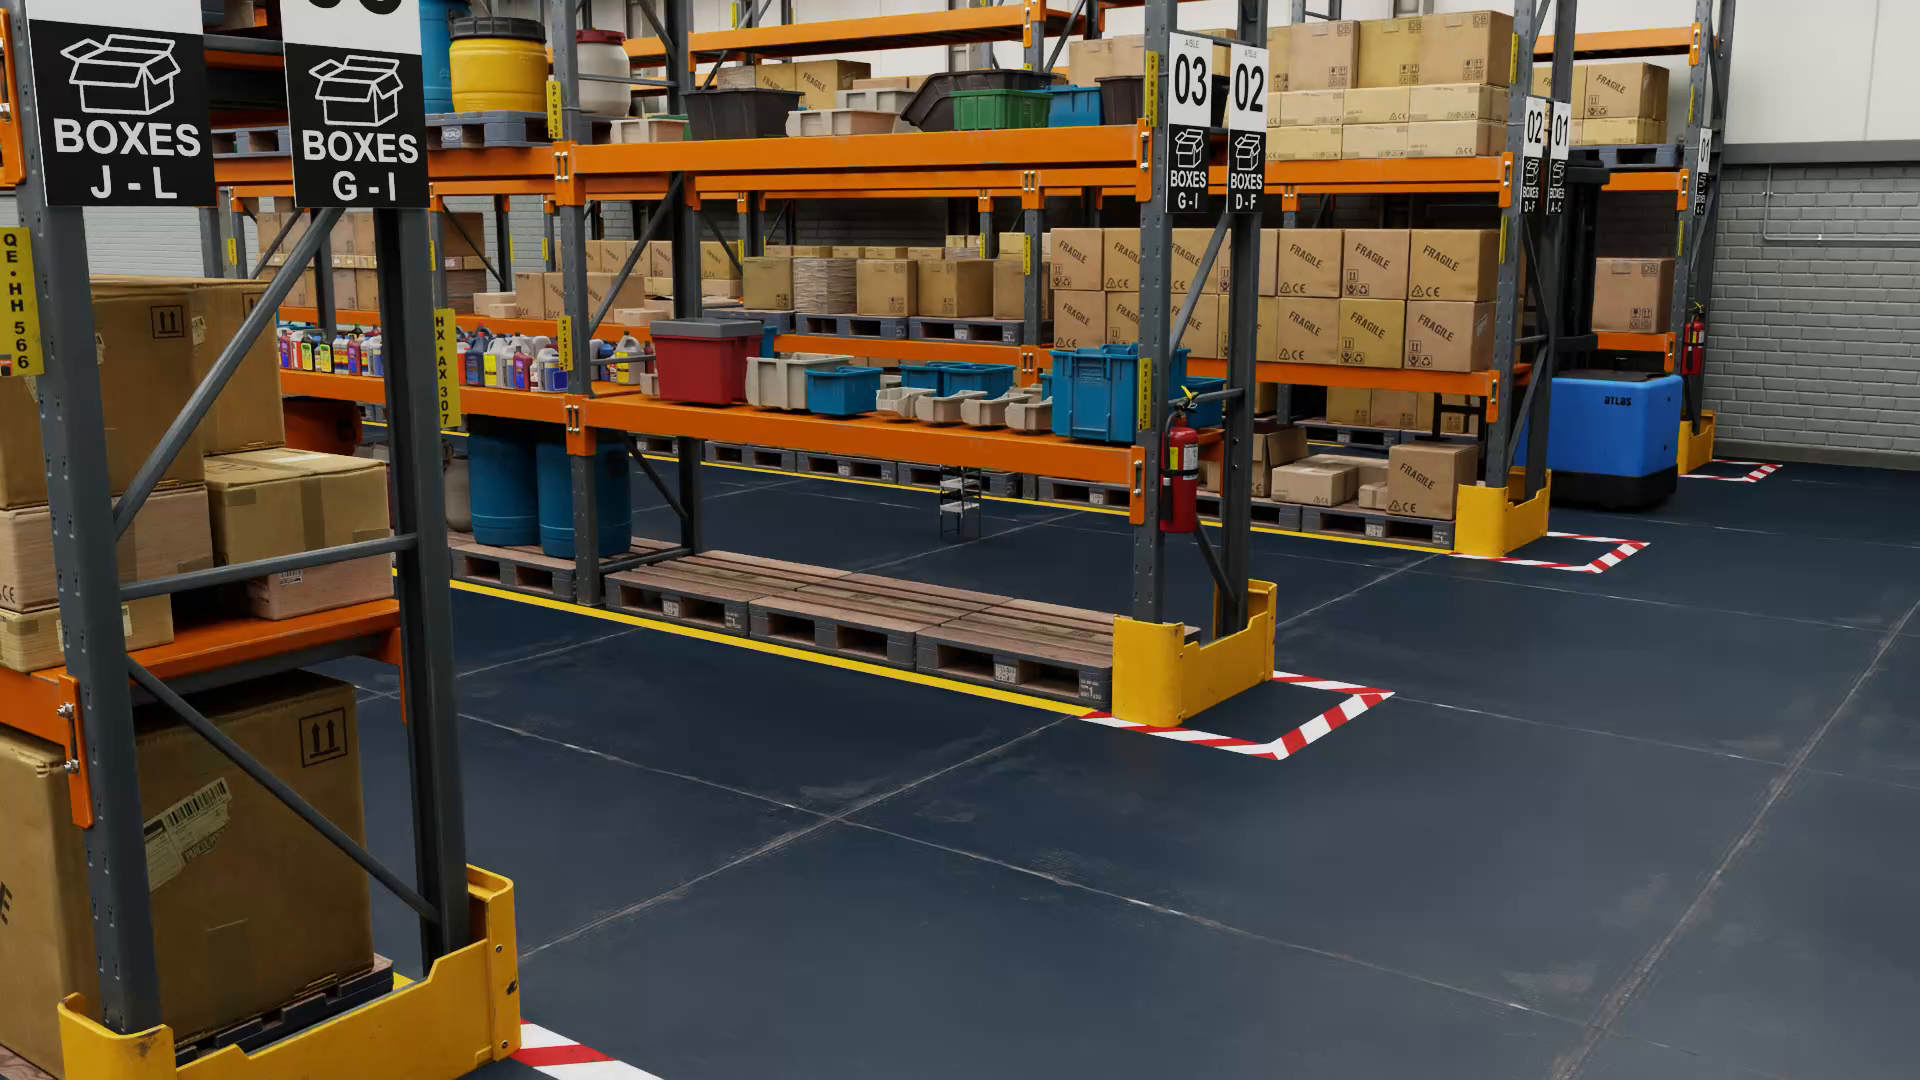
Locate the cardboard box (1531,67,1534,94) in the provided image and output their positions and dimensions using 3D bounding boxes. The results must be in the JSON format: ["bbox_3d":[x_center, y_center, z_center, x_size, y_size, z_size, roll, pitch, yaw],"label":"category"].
[{"bbox_3d":[5.461,-4.378,16.417,0.500,0.500,0.500,7,13,33],"label":"cardboard box"}]

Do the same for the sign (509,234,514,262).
[{"bbox_3d":[-5.253,-3.404,19.387,0.005,0.325,0.100,8,13,36],"label":"sign"}]

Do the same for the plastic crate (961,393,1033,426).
[{"bbox_3d":[0.181,-0.682,8.693,0.243,0.136,0.396,8,13,36],"label":"plastic crate"}]

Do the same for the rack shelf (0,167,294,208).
[{"bbox_3d":[-6.890,-2.927,13.758,4.000,0.370,1.077,8,13,36],"label":"rack shelf"}]

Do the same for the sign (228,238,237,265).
[{"bbox_3d":[-9.124,-3.619,20.854,0.005,0.325,0.100,8,13,36],"label":"sign"}]

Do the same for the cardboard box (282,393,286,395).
[{"bbox_3d":[-8.490,-2.002,21.113,0.500,0.250,0.500,8,13,36],"label":"cardboard box"}]

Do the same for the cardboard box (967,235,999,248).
[{"bbox_3d":[0.291,-3.717,20.716,0.250,0.149,0.380,6,12,28],"label":"cardboard box"}]

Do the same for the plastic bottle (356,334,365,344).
[{"bbox_3d":[-4.617,-1.489,12.852,0.097,0.201,0.097,0,11,0],"label":"plastic bottle"}]

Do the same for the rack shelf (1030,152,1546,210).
[{"bbox_3d":[2.493,-2.785,13.027,4.000,0.370,1.077,8,13,36],"label":"rack shelf"}]

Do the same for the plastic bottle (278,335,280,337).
[{"bbox_3d":[-5.120,-1.423,12.317,0.135,0.276,0.152,8,13,36],"label":"plastic bottle"}]

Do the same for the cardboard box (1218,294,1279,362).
[{"bbox_3d":[2.358,-1.670,13.002,0.500,0.500,0.500,8,13,35],"label":"cardboard box"}]

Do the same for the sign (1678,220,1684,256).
[{"bbox_3d":[6.702,-2.803,15.449,0.005,0.325,0.100,8,13,36],"label":"sign"}]

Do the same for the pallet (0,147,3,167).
[{"bbox_3d":[-9.141,-3.478,15.212,1.003,0.211,1.213,8,13,36],"label":"pallet"}]

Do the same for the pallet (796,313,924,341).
[{"bbox_3d":[-0.773,-2.028,15.622,1.213,0.211,1.003,8,13,36],"label":"pallet"}]

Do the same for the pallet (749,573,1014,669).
[{"bbox_3d":[-0.451,0.450,9.648,1.213,0.211,1.003,8,13,36],"label":"pallet"}]

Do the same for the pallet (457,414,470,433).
[{"bbox_3d":[-4.950,-1.344,18.922,1.213,0.211,1.003,8,13,36],"label":"pallet"}]

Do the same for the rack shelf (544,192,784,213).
[{"bbox_3d":[-4.250,-4.893,23.922,4.000,0.370,1.077,8,13,36],"label":"rack shelf"}]

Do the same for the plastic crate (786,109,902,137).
[{"bbox_3d":[-0.642,-2.221,8.908,0.530,0.136,0.437,8,13,36],"label":"plastic crate"}]

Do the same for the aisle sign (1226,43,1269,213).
[{"bbox_3d":[1.404,-1.997,8.110,0.004,0.787,0.394,8,13,36],"label":"aisle sign"}]

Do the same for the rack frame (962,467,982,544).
[{"bbox_3d":[0.088,-0.429,12.380,0.006,0.900,0.240,8,13,36],"label":"rack frame"}]

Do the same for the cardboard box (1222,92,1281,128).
[{"bbox_3d":[2.329,-3.272,12.729,0.500,0.250,0.500,8,13,36],"label":"cardboard box"}]

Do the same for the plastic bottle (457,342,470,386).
[{"bbox_3d":[-3.264,-1.164,10.978,0.135,0.276,0.152,8,13,36],"label":"plastic bottle"}]

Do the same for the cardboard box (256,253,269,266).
[{"bbox_3d":[-8.602,-3.530,20.910,0.250,0.149,0.380,8,13,35],"label":"cardboard box"}]

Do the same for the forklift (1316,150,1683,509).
[{"bbox_3d":[4.702,-1.898,14.625,3.031,2.935,1.130,9,14,39],"label":"forklift"}]

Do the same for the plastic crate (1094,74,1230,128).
[{"bbox_3d":[1.025,-2.178,8.335,0.590,0.269,0.497,8,13,36],"label":"plastic crate"}]

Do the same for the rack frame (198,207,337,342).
[{"bbox_3d":[-5.278,-1.583,12.812,0.127,3.000,1.000,8,13,36],"label":"rack frame"}]

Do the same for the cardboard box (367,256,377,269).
[{"bbox_3d":[-6.732,-3.270,19.565,0.250,0.149,0.380,8,13,35],"label":"cardboard box"}]

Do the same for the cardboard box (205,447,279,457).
[{"bbox_3d":[-2.411,-0.150,5.019,0.500,0.250,0.500,8,13,35],"label":"cardboard box"}]

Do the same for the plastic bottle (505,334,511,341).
[{"bbox_3d":[-3.212,-1.327,11.833,0.097,0.271,0.097,0,11,0],"label":"plastic bottle"}]

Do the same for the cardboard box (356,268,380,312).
[{"bbox_3d":[-6.759,-3.003,19.894,0.500,0.500,0.700,8,14,36],"label":"cardboard box"}]

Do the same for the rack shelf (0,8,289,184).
[{"bbox_3d":[-3.373,-1.269,5.190,4.000,0.370,1.077,8,13,36],"label":"rack shelf"}]

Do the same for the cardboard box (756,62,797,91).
[{"bbox_3d":[-1.584,-4.246,15.786,0.500,0.500,0.500,8,13,36],"label":"cardboard box"}]

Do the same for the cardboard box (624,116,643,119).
[{"bbox_3d":[-4.901,-5.821,23.873,0.500,0.500,0.500,8,14,37],"label":"cardboard box"}]

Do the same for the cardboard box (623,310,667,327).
[{"bbox_3d":[-3.231,-2.276,17.058,0.250,0.149,0.380,8,13,36],"label":"cardboard box"}]

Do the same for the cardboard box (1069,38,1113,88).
[{"bbox_3d":[1.296,-3.855,13.764,0.500,0.500,0.700,8,13,36],"label":"cardboard box"}]

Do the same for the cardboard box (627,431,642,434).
[{"bbox_3d":[-3.329,-1.276,17.361,0.500,0.250,0.500,8,13,35],"label":"cardboard box"}]

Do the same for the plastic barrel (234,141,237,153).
[{"bbox_3d":[-5.507,-2.999,12.645,0.294,0.245,0.294,0,11,0],"label":"plastic barrel"}]

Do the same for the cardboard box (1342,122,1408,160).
[{"bbox_3d":[3.139,-2.915,12.199,0.500,0.250,0.500,8,13,36],"label":"cardboard box"}]

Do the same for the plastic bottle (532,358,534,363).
[{"bbox_3d":[-2.744,-1.063,10.651,0.097,0.201,0.097,0,11,0],"label":"plastic bottle"}]

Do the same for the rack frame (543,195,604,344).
[{"bbox_3d":[-5.862,-3.999,25.301,0.127,3.000,1.000,8,13,36],"label":"rack frame"}]

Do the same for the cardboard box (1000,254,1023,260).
[{"bbox_3d":[0.826,-3.210,20.128,0.500,0.500,0.500,8,14,37],"label":"cardboard box"}]

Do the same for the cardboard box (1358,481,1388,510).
[{"bbox_3d":[3.248,-0.349,12.736,0.250,0.166,0.380,8,13,36],"label":"cardboard box"}]

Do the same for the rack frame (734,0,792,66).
[{"bbox_3d":[-2.638,-6.494,22.407,0.127,3.000,1.000,8,13,36],"label":"rack frame"}]

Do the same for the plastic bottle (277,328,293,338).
[{"bbox_3d":[-5.030,-1.447,12.437,0.135,0.276,0.152,8,13,36],"label":"plastic bottle"}]

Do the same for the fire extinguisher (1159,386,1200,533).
[{"bbox_3d":[1.023,-0.376,7.759,0.183,0.674,0.296,8,13,36],"label":"fire extinguisher"}]

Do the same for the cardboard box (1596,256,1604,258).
[{"bbox_3d":[6.024,-2.483,16.677,0.700,0.700,0.980,8,13,35],"label":"cardboard box"}]

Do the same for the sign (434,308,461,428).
[{"bbox_3d":[-1.428,-0.473,4.590,0.005,0.325,0.100,8,13,36],"label":"sign"}]

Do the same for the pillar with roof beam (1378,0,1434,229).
[{"bbox_3d":[2.338,-4.990,14.629,0.400,9.000,9.100,8,13,36],"label":"pillar with roof beam"}]

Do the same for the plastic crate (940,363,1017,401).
[{"bbox_3d":[0.105,-0.857,9.343,0.300,0.233,0.416,8,13,36],"label":"plastic crate"}]

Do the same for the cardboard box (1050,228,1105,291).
[{"bbox_3d":[1.095,-2.335,13.805,0.500,0.500,0.500,8,14,37],"label":"cardboard box"}]

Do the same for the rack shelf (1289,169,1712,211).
[{"bbox_3d":[5.422,-3.544,16.949,4.000,0.370,1.077,8,13,36],"label":"rack shelf"}]

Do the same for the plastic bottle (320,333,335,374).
[{"bbox_3d":[-4.480,-1.327,11.799,0.133,0.283,0.061,8,13,36],"label":"plastic bottle"}]

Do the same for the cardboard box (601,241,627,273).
[{"bbox_3d":[-4.850,-4.087,24.127,0.500,0.500,0.500,7,13,34],"label":"cardboard box"}]

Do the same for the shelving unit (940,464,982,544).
[{"bbox_3d":[0.007,-0.441,12.439,0.210,0.900,0.258,8,13,36],"label":"shelving unit"}]

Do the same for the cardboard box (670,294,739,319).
[{"bbox_3d":[-2.610,-2.344,16.984,0.500,0.311,0.500,9,14,39],"label":"cardboard box"}]

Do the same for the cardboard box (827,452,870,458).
[{"bbox_3d":[-0.895,-1.061,15.541,0.500,0.500,0.500,7,13,34],"label":"cardboard box"}]
